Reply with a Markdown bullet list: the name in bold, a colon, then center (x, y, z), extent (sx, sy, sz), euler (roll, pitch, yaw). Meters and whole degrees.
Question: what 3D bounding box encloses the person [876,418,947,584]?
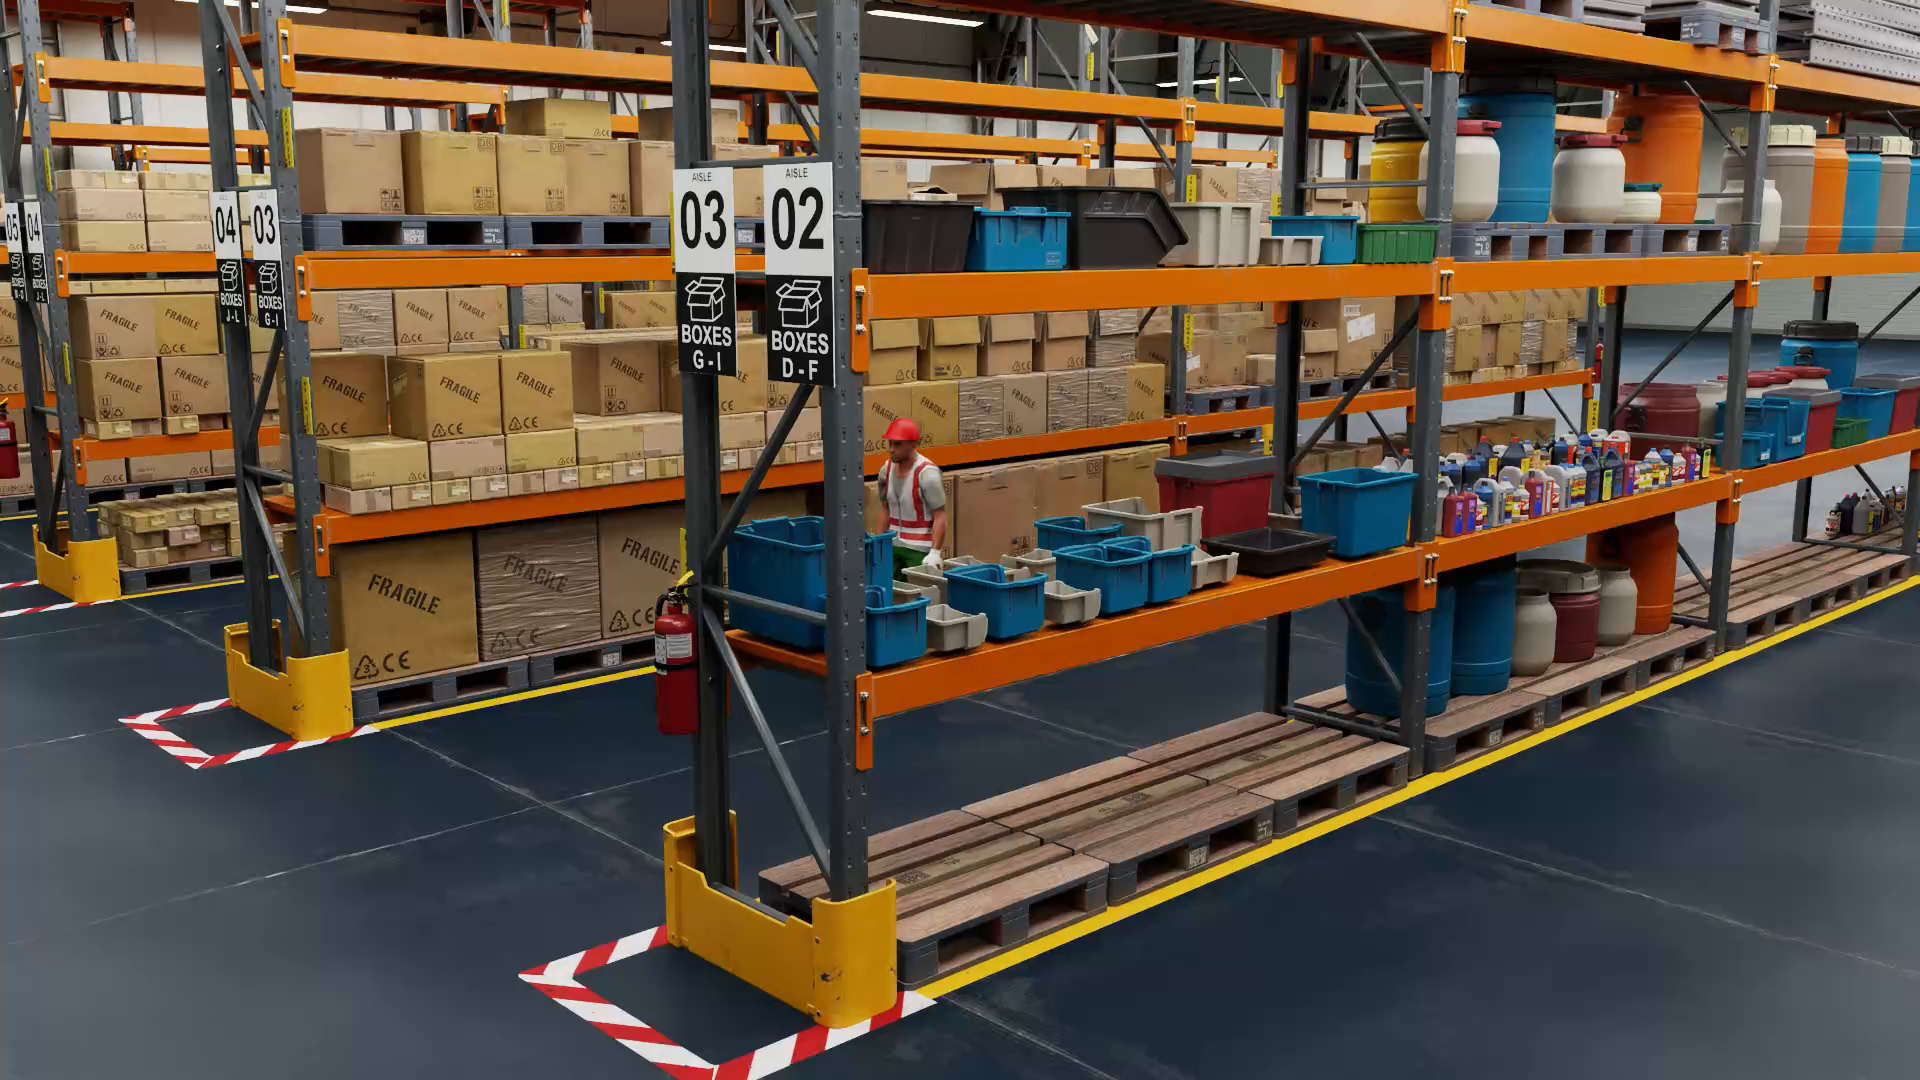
- **person**: center (-0.345, 0.080, 10.945), extent (0.623, 1.778, 0.446), euler (10, 14, 43)
